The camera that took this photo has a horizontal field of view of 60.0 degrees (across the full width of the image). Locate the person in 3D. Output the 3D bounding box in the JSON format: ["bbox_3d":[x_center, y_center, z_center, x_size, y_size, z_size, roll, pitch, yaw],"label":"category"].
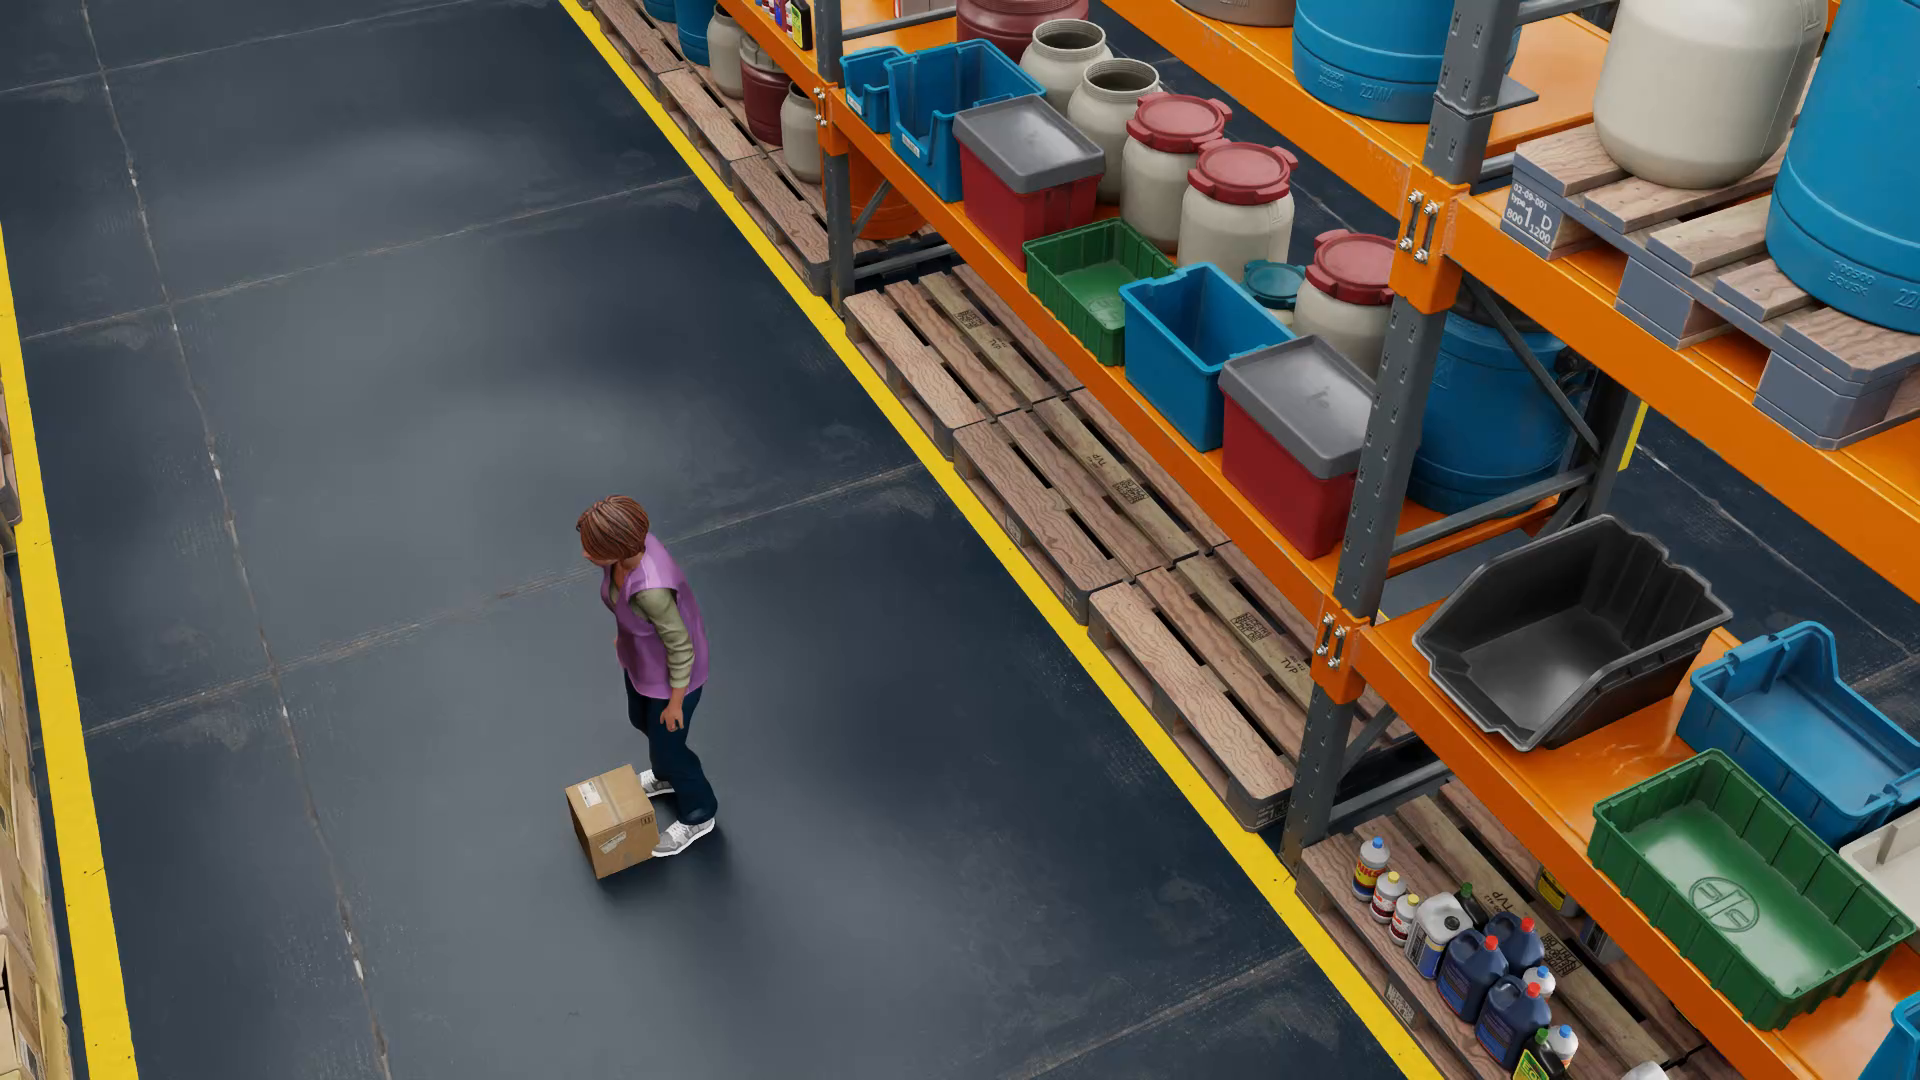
[{"bbox_3d":[-1.041,0.442,5.674,0.346,1.592,0.484,-22,46,-23],"label":"person"}]
